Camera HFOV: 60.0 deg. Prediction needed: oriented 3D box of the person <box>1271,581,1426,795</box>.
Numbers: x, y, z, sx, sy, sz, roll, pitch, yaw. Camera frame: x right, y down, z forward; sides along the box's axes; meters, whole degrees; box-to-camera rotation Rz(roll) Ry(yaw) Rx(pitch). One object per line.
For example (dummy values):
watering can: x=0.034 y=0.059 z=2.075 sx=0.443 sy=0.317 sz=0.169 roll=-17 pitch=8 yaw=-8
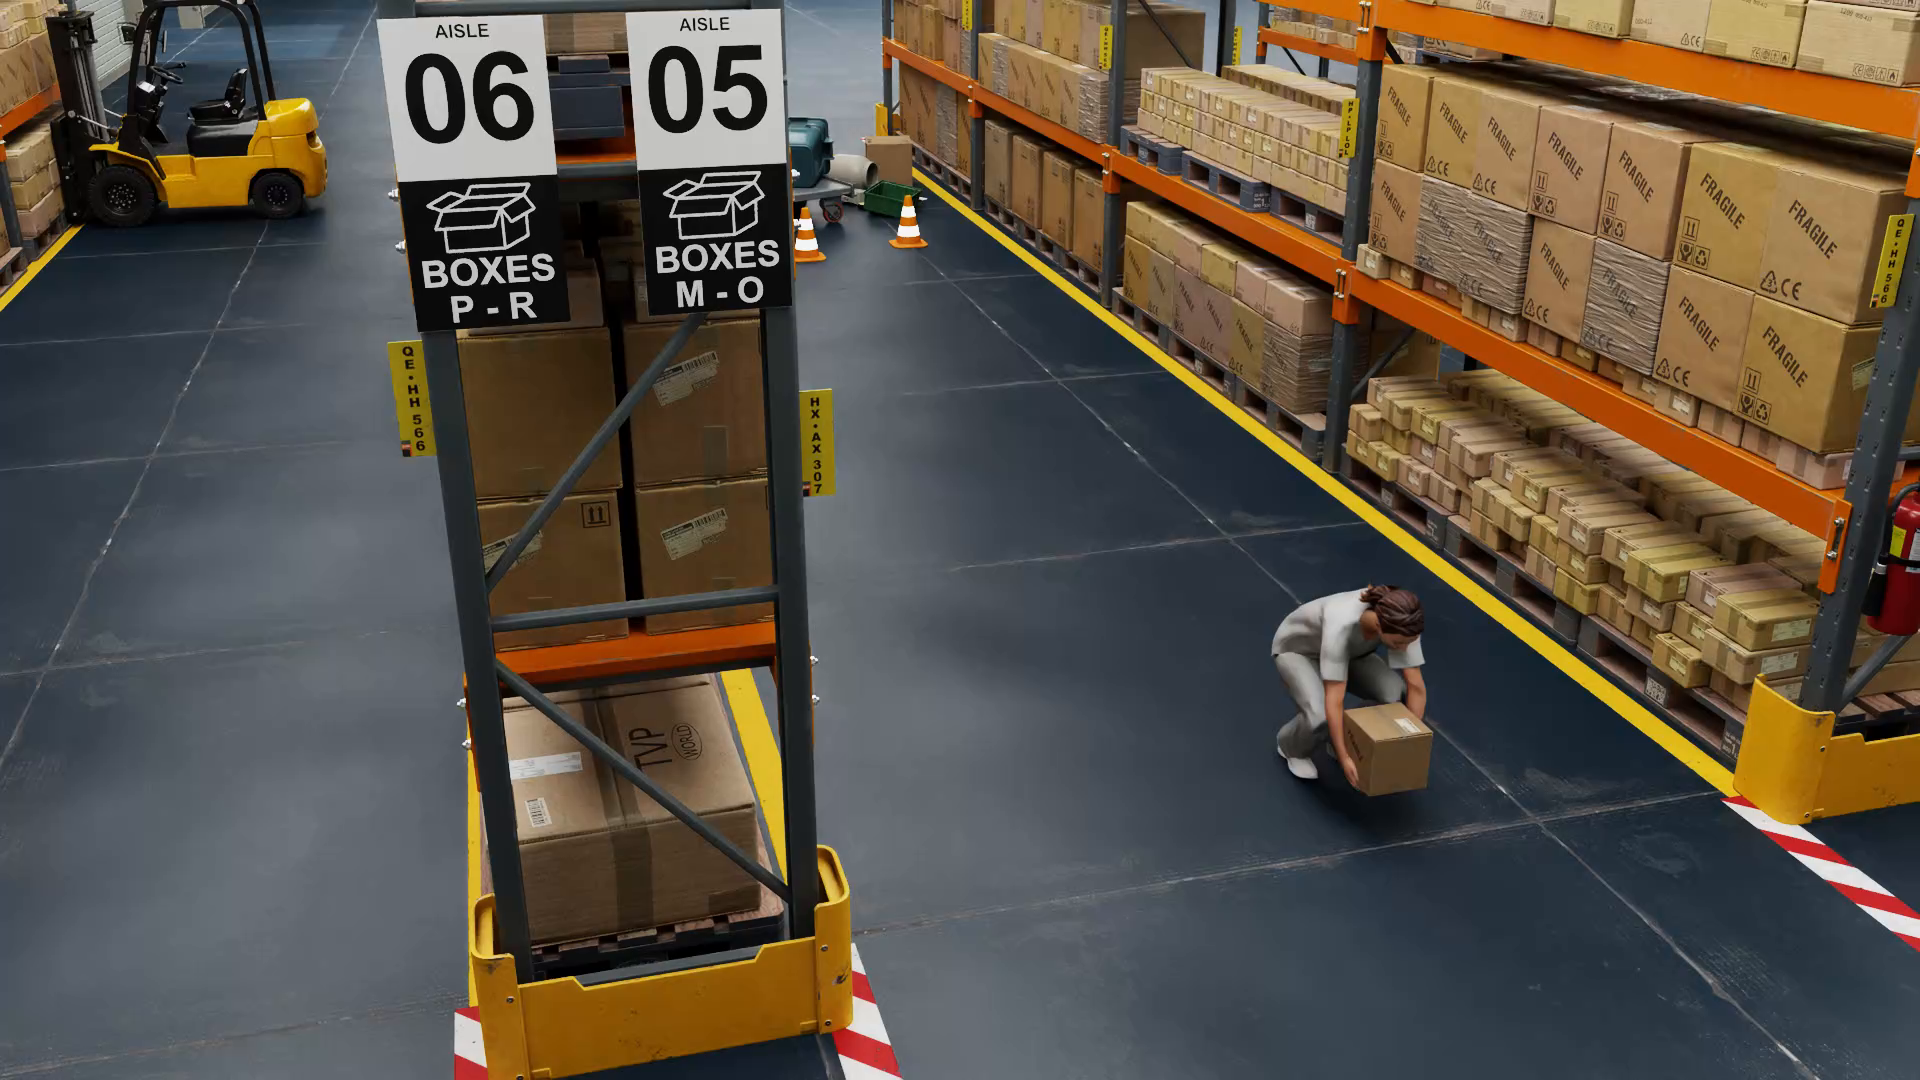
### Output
person: x=1.587 y=0.544 z=6.746 sx=0.483 sy=0.953 sz=0.801 roll=-6 pitch=24 yaw=-14
